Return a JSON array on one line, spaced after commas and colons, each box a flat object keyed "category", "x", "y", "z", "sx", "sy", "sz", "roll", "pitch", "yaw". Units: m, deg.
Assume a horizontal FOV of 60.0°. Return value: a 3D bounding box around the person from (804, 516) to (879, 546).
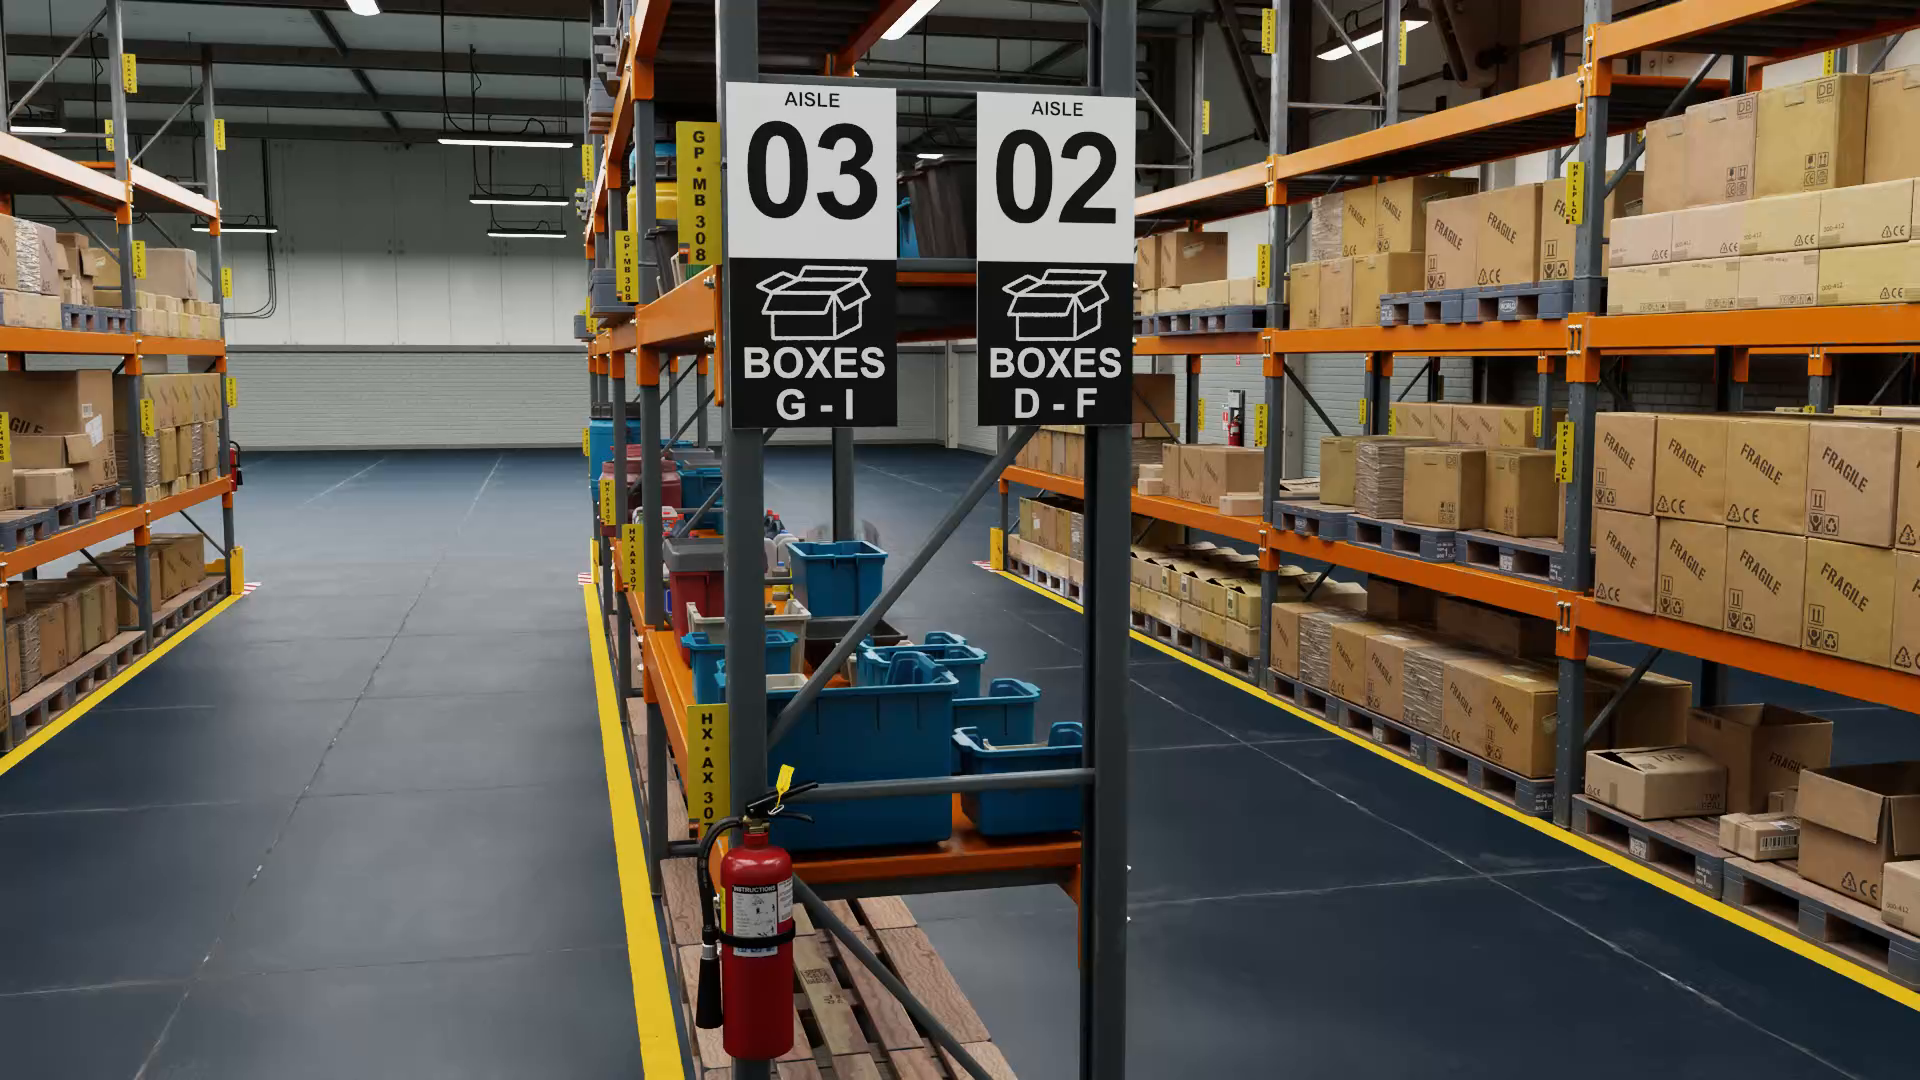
[{"category": "person", "x": -1.298, "y": 0.272, "z": 16.842, "sx": 0.948, "sy": 1.014, "sz": 0.496, "roll": -2, "pitch": 6, "yaw": -17}]
